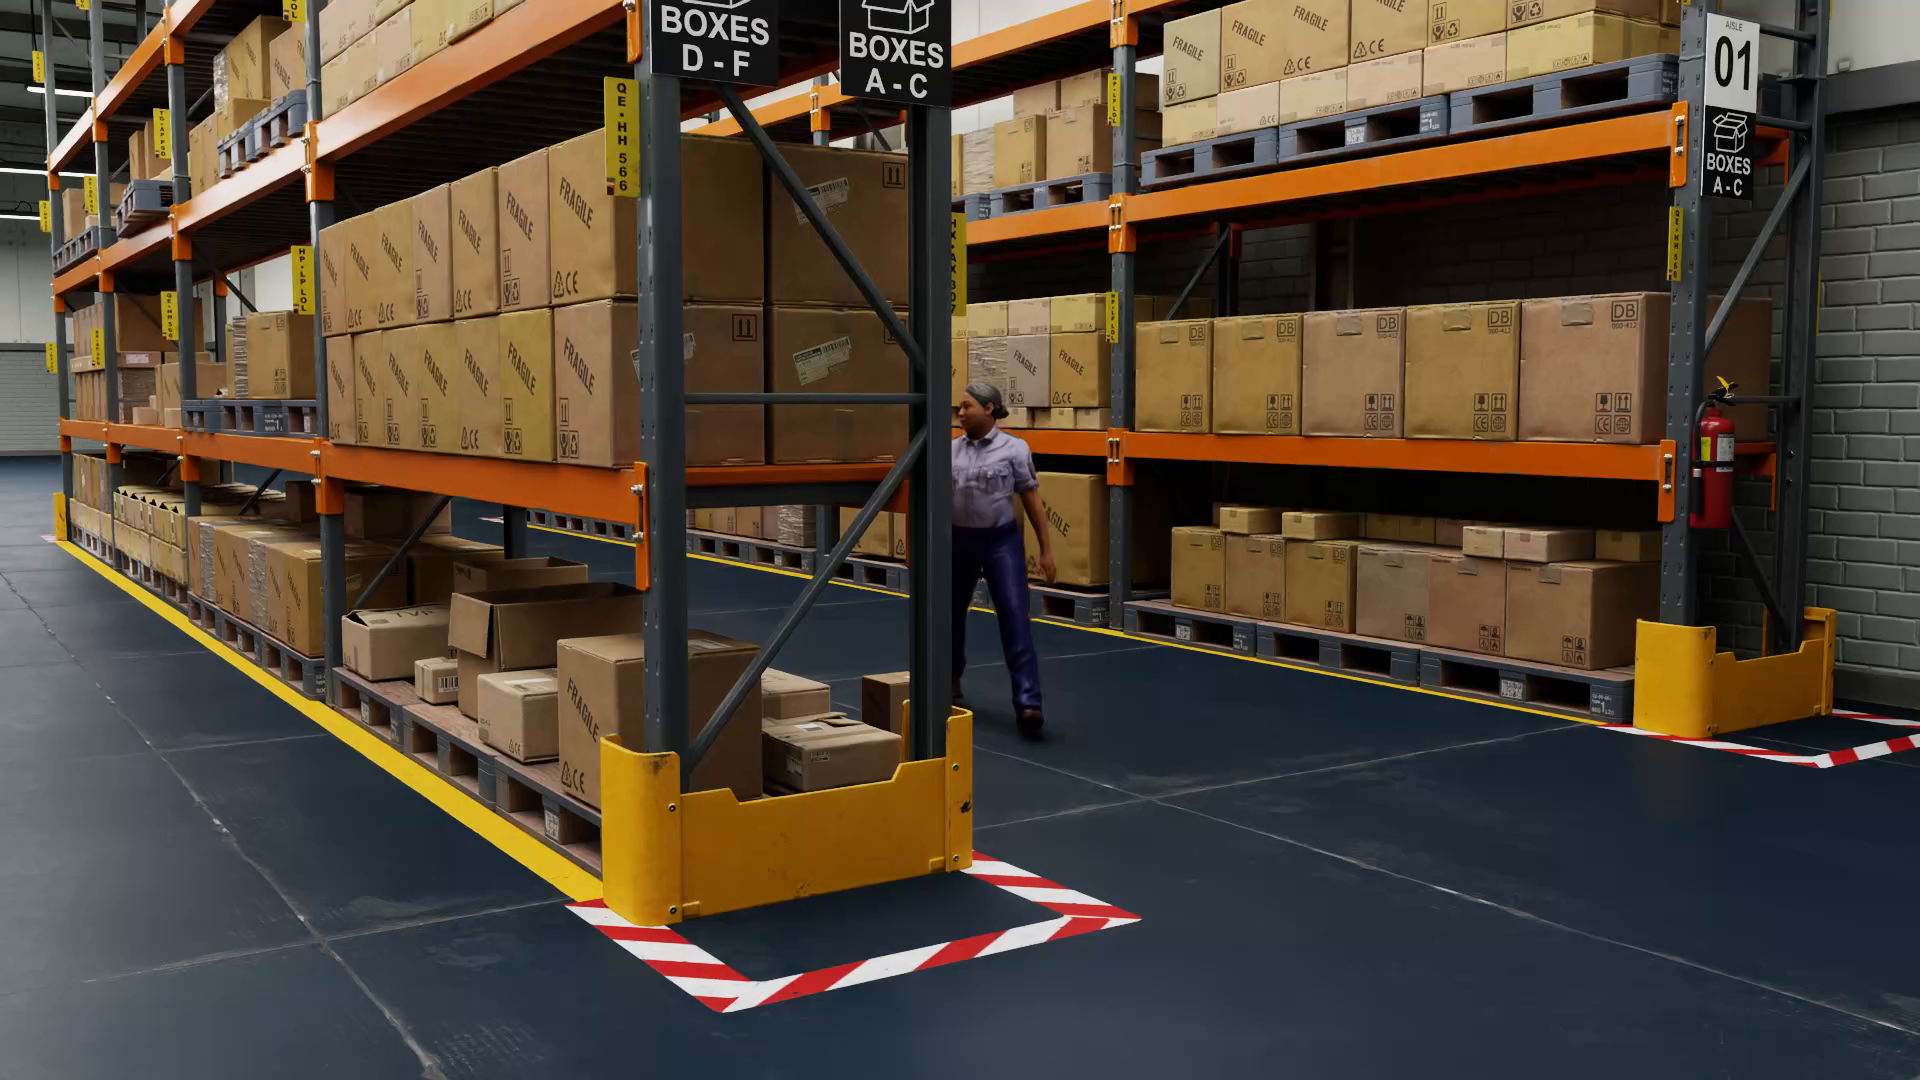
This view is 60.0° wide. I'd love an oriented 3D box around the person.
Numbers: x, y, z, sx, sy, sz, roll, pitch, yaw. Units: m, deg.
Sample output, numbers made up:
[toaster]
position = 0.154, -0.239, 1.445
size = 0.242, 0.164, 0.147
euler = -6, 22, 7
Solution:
[person]
position = 0.132, 0.053, 7.813
size = 0.807, 1.589, 0.924
euler = 2, 5, 21
